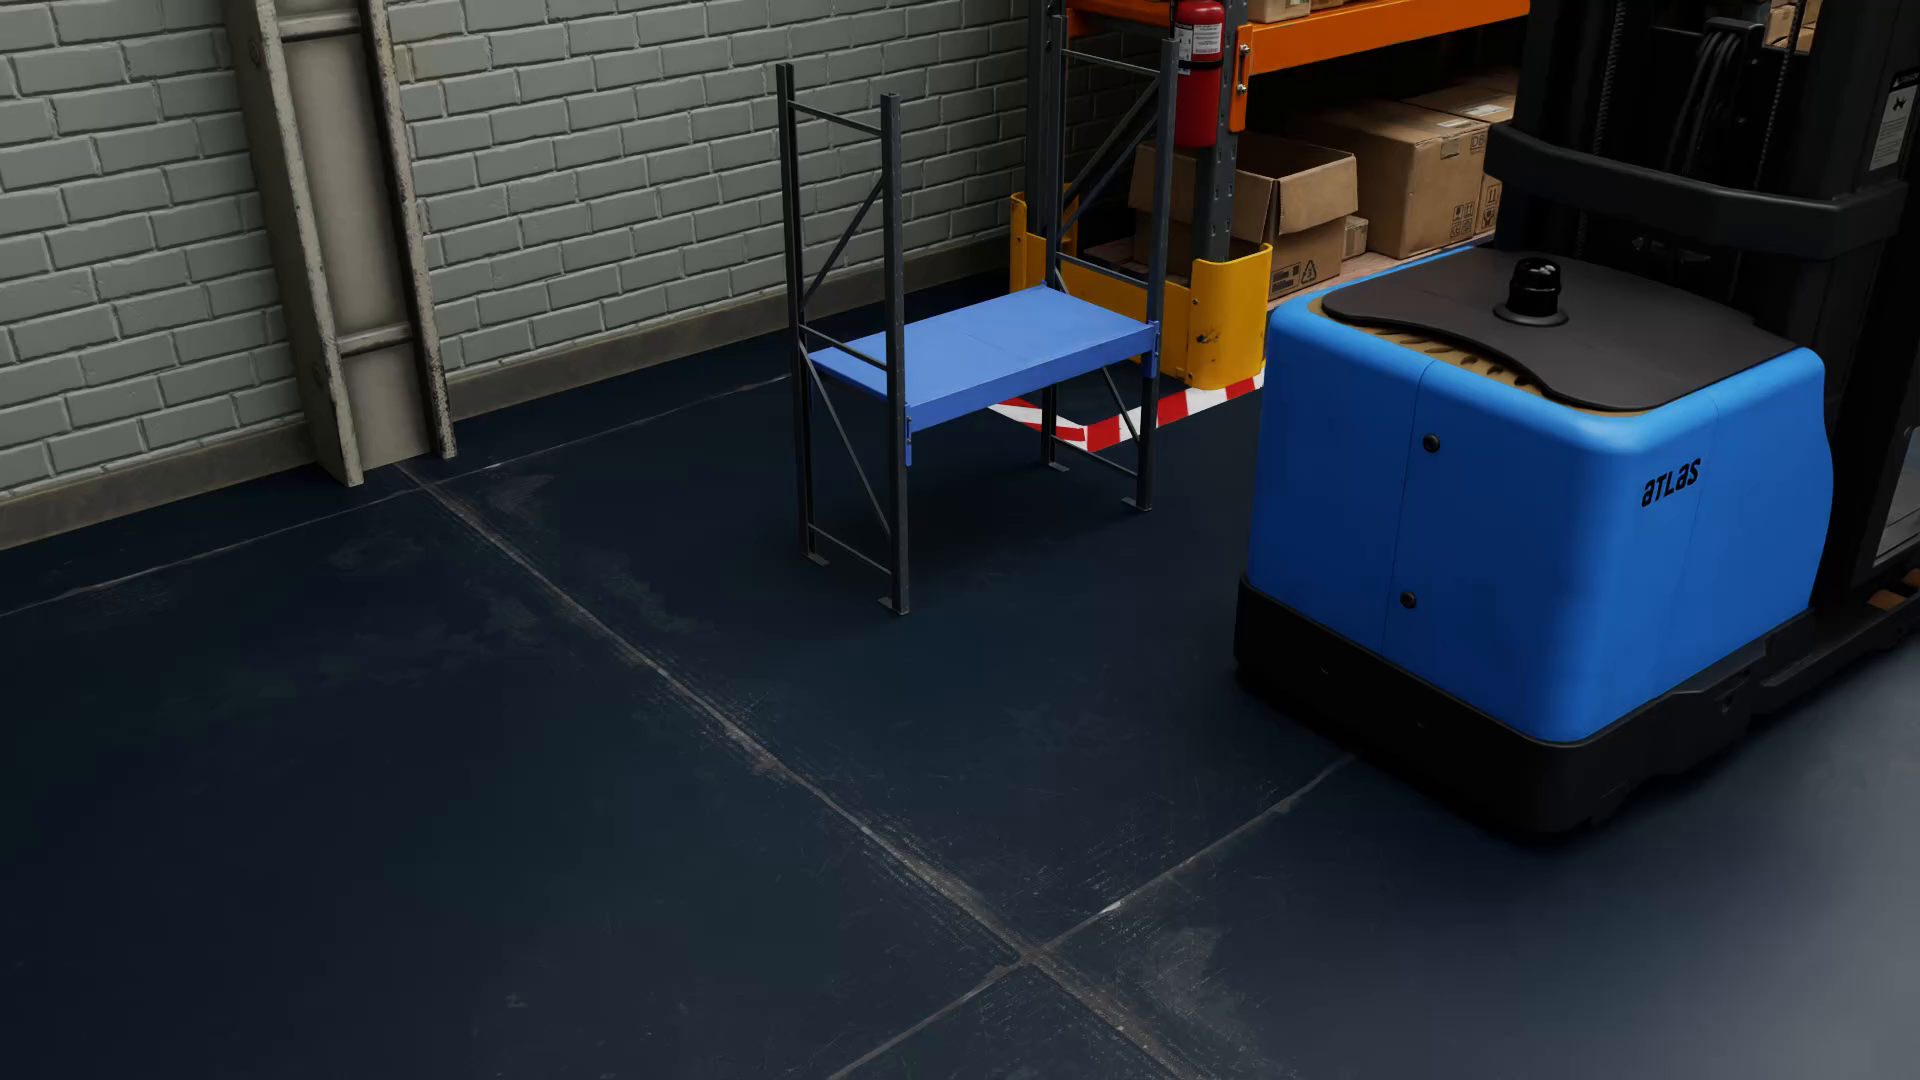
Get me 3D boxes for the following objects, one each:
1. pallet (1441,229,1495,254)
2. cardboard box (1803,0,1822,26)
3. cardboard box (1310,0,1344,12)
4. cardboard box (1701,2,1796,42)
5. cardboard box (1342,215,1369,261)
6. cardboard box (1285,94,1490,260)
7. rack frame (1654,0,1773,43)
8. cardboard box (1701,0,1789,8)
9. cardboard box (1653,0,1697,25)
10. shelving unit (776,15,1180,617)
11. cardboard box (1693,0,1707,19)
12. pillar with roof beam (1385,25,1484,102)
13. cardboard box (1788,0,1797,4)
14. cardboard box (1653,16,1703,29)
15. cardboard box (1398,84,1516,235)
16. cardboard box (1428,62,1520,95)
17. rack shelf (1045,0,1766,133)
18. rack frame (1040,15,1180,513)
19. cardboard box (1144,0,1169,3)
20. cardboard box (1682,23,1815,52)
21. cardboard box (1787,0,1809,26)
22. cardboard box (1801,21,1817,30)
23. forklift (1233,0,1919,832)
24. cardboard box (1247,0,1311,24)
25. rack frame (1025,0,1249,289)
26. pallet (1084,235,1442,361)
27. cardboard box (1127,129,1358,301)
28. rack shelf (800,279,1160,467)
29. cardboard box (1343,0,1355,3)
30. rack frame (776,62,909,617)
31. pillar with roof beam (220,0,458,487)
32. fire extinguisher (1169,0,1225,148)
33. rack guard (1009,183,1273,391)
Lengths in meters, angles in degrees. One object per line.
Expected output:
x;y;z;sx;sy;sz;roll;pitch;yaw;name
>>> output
2.225;-1.525;7.879;1.213;0.211;1.003;-22;35;-35;pallet
4.471;-2.918;9.046;0.250;0.149;0.380;-24;36;-37;cardboard box
1.225;-2.102;6.267;0.250;0.149;0.380;-21;35;-34;cardboard box
4.122;-2.723;8.681;0.250;0.149;0.380;-20;34;-33;cardboard box
1.509;-1.313;7.103;0.250;0.149;0.380;-24;36;-37;cardboard box
1.836;-1.599;7.267;0.500;0.500;0.700;-20;34;-33;cardboard box
3.677;-3.340;8.317;0.127;3.000;1.000;-22;35;-35;rack frame
4.083;-2.876;8.651;0.250;0.149;0.380;-23;35;-36;cardboard box
3.770;-2.924;9.058;0.250;0.149;0.380;-24;36;-37;cardboard box
0.065;-0.688;4.945;1.048;1.500;0.538;-22;35;-35;shelving unit
3.966;-3.007;9.212;0.250;0.149;0.380;-22;35;-35;cardboard box
5.356;-4.552;4.220;0.400;9.000;9.100;-22;35;-35;pillar with roof beam
4.289;-2.951;8.791;0.250;0.149;0.380;-24;36;-37;cardboard box
3.858;-2.679;9.286;0.500;0.500;0.500;-22;35;-35;cardboard box
2.303;-1.725;7.502;0.500;0.500;0.500;-21;35;-34;cardboard box
2.626;-1.917;7.861;0.500;0.500;0.700;-23;36;-37;cardboard box
2.155;-2.410;7.341;4.000;0.370;1.077;-22;35;-35;rack shelf
0.452;-0.843;5.236;0.032;1.500;0.500;-22;35;-35;rack frame
0.712;-2.203;6.456;0.250;0.149;0.380;-22;35;-35;cardboard box
4.191;-2.490;8.933;0.500;0.500;0.500;-20;34;-33;cardboard box
4.283;-2.835;8.891;0.250;0.149;0.380;-23;36;-36;cardboard box
4.590;-2.656;9.244;0.500;0.500;0.500;-22;35;-36;cardboard box
2.222;-1.164;4.318;3.031;2.935;1.130;-20;34;-32;forklift
1.062;-2.007;6.090;0.250;0.149;0.380;-22;35;-35;cardboard box
0.634;-2.116;6.027;0.127;3.000;1.000;-22;35;-35;rack frame
1.298;-1.153;7.185;1.213;0.211;1.003;-22;35;-35;pallet
1.161;-1.353;6.803;0.637;0.503;0.797;-24;36;-37;cardboard box
0.065;-0.529;5.030;1.000;0.185;0.538;-22;35;-35;rack shelf
1.403;-2.195;6.441;0.250;0.149;0.380;-22;35;-36;cardboard box
-0.322;-0.532;4.654;0.032;1.500;0.500;-22;35;-35;rack frame
0.792;-2.717;0.786;0.400;9.000;9.100;-22;35;-35;pillar with roof beam
0.822;-1.707;5.739;0.183;0.674;0.296;-22;35;-35;fire extinguisher
0.692;-1.037;6.659;0.348;0.500;1.175;-22;35;-35;rack guard
